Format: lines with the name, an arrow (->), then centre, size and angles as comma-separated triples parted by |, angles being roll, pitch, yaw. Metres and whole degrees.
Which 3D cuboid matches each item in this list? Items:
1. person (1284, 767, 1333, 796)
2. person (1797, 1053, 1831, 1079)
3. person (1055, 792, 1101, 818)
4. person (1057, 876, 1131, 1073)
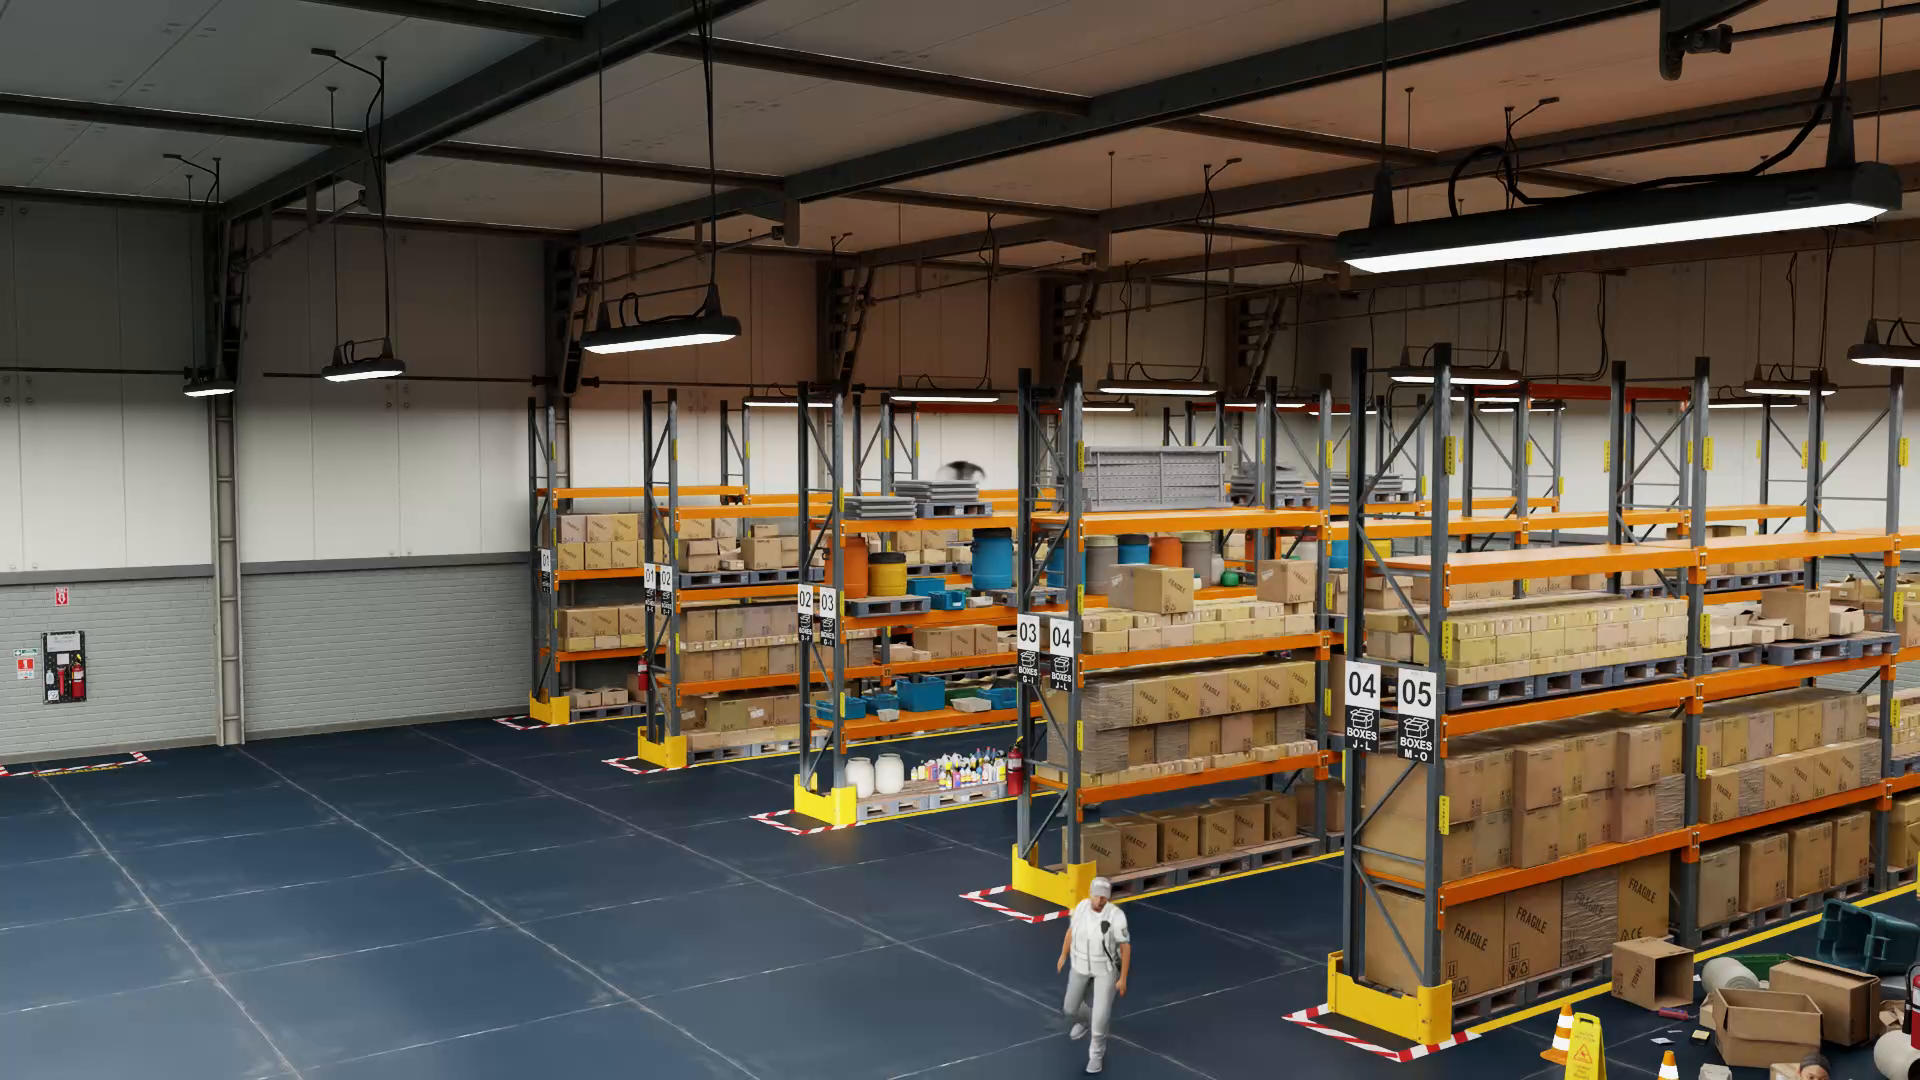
person -> 4.943, 3.031, 23.608 | 0.991, 1.501, 0.558 | -2, 4, -24
person -> 5.060, 3.787, 9.956 | 0.671, 1.569, 0.663 | 3, 4, 40
person -> 1.585, 3.010, 22.838 | 1.116, 1.571, 0.677 | -3, 5, -42
person -> 1.136, 3.541, 13.852 | 0.671, 1.605, 0.738 | 1, 4, 21
